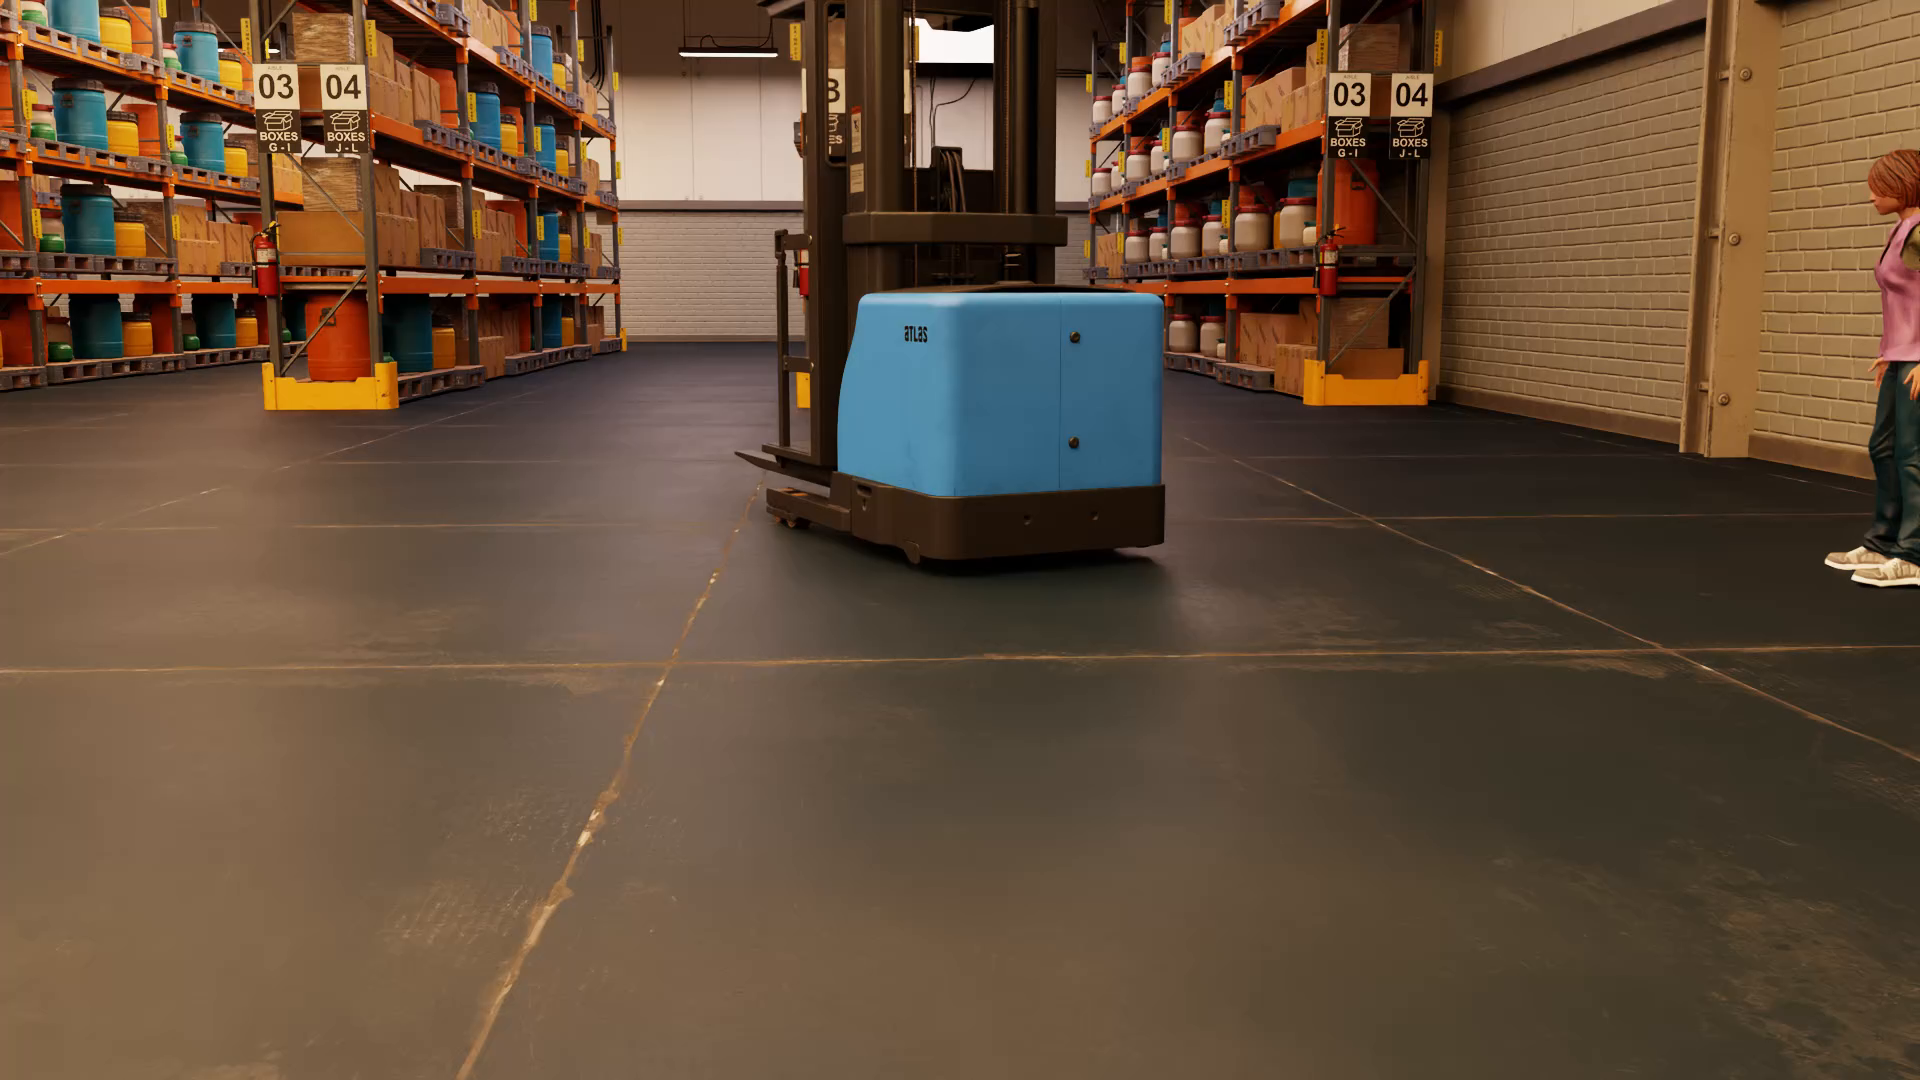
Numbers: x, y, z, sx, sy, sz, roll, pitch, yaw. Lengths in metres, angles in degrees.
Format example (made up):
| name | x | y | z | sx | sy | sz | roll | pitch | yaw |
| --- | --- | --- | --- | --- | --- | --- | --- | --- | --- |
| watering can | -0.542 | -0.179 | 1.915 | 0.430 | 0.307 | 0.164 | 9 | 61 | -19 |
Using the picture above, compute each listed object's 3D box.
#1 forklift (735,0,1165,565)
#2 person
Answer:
| name | x | y | z | sx | sy | sz | roll | pitch | yaw |
| --- | --- | --- | --- | --- | --- | --- | --- | --- | --- |
| forklift | -0.264 | -1.530 | 7.637 | 1.130 | 2.935 | 3.031 | -4 | 9 | -25 |
| person | 3.540 | -0.636 | 6.220 | 0.384 | 1.589 | 0.537 | 3 | 9 | 20 |
